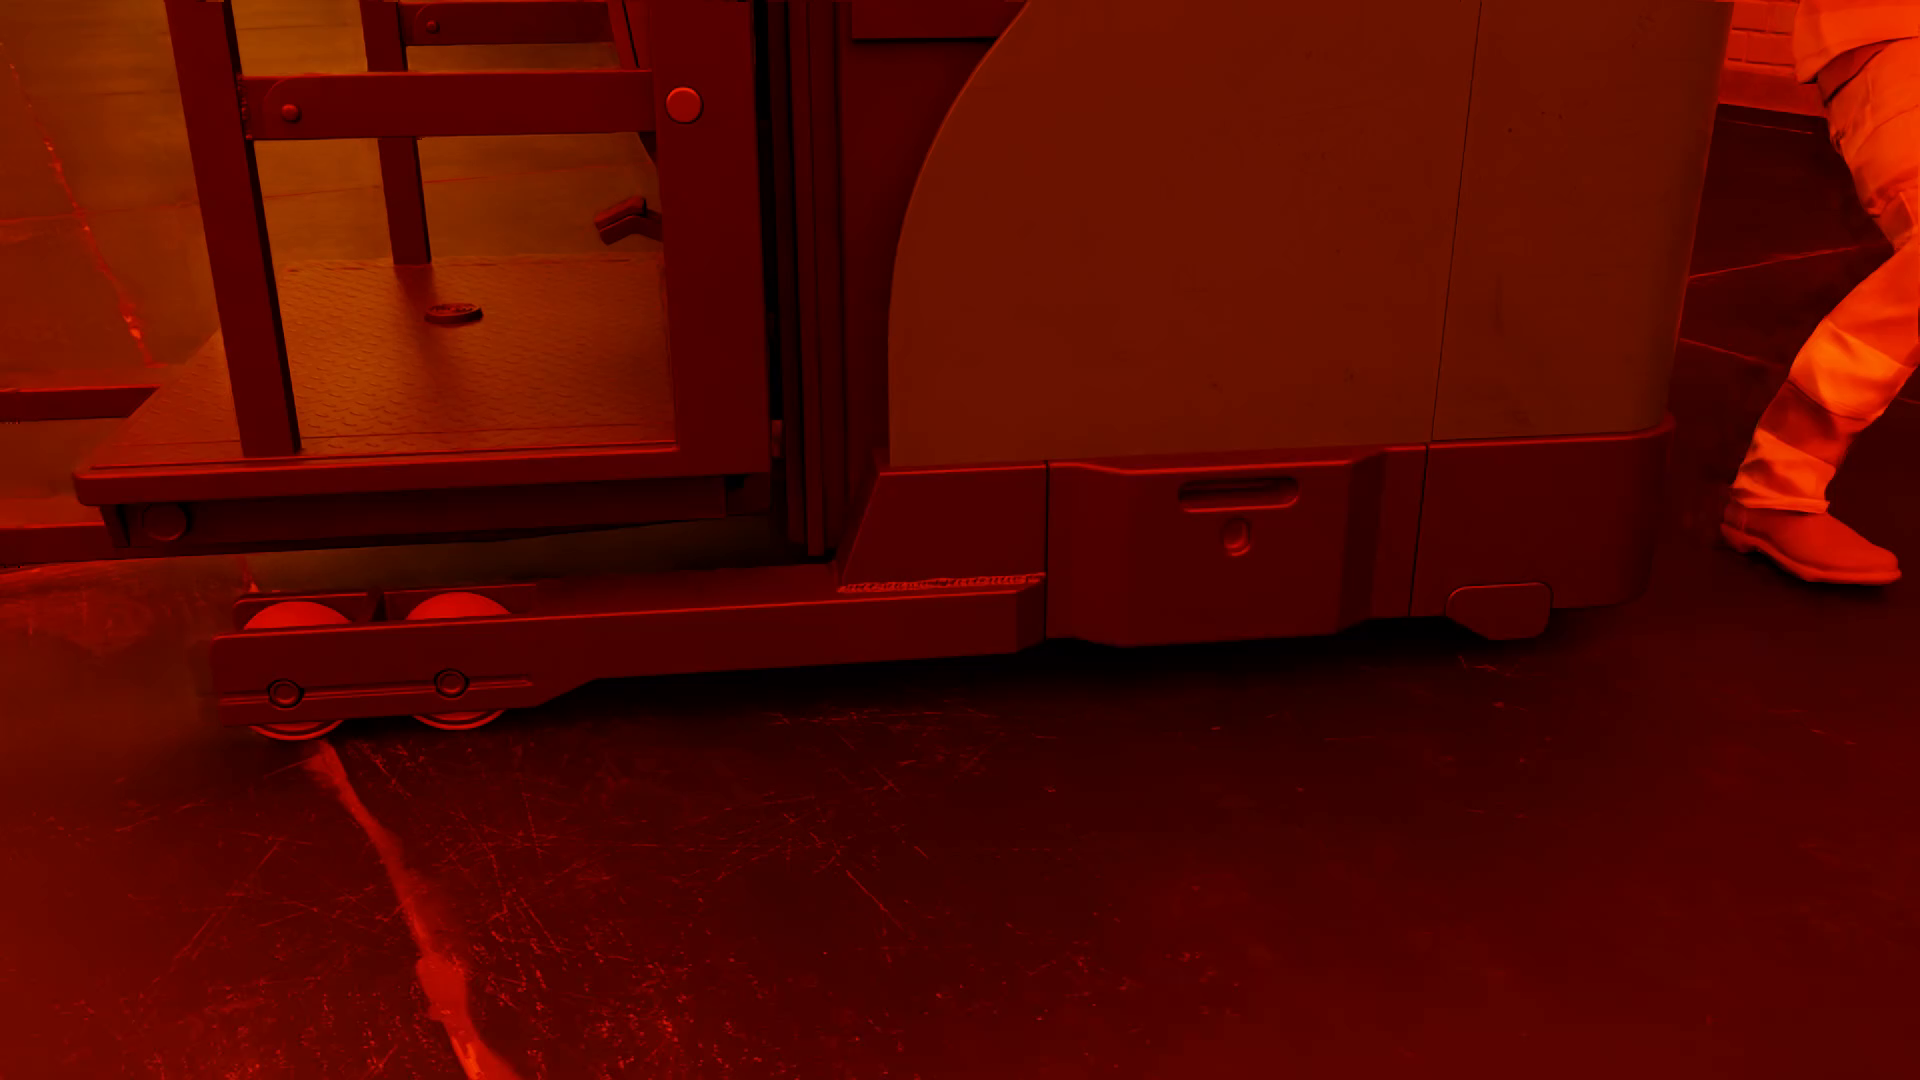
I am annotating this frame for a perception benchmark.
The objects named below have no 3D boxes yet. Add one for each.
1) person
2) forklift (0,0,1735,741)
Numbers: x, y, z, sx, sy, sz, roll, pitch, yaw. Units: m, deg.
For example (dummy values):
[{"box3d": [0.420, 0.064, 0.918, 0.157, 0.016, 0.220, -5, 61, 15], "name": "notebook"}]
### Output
[{"box3d": [1.623, -0.768, 2.486, 0.980, 1.541, 0.761, -10, 24, -23], "name": "person"}, {"box3d": [-0.604, -1.324, 2.001, 3.031, 2.935, 1.130, -3, 22, -7], "name": "forklift"}]
